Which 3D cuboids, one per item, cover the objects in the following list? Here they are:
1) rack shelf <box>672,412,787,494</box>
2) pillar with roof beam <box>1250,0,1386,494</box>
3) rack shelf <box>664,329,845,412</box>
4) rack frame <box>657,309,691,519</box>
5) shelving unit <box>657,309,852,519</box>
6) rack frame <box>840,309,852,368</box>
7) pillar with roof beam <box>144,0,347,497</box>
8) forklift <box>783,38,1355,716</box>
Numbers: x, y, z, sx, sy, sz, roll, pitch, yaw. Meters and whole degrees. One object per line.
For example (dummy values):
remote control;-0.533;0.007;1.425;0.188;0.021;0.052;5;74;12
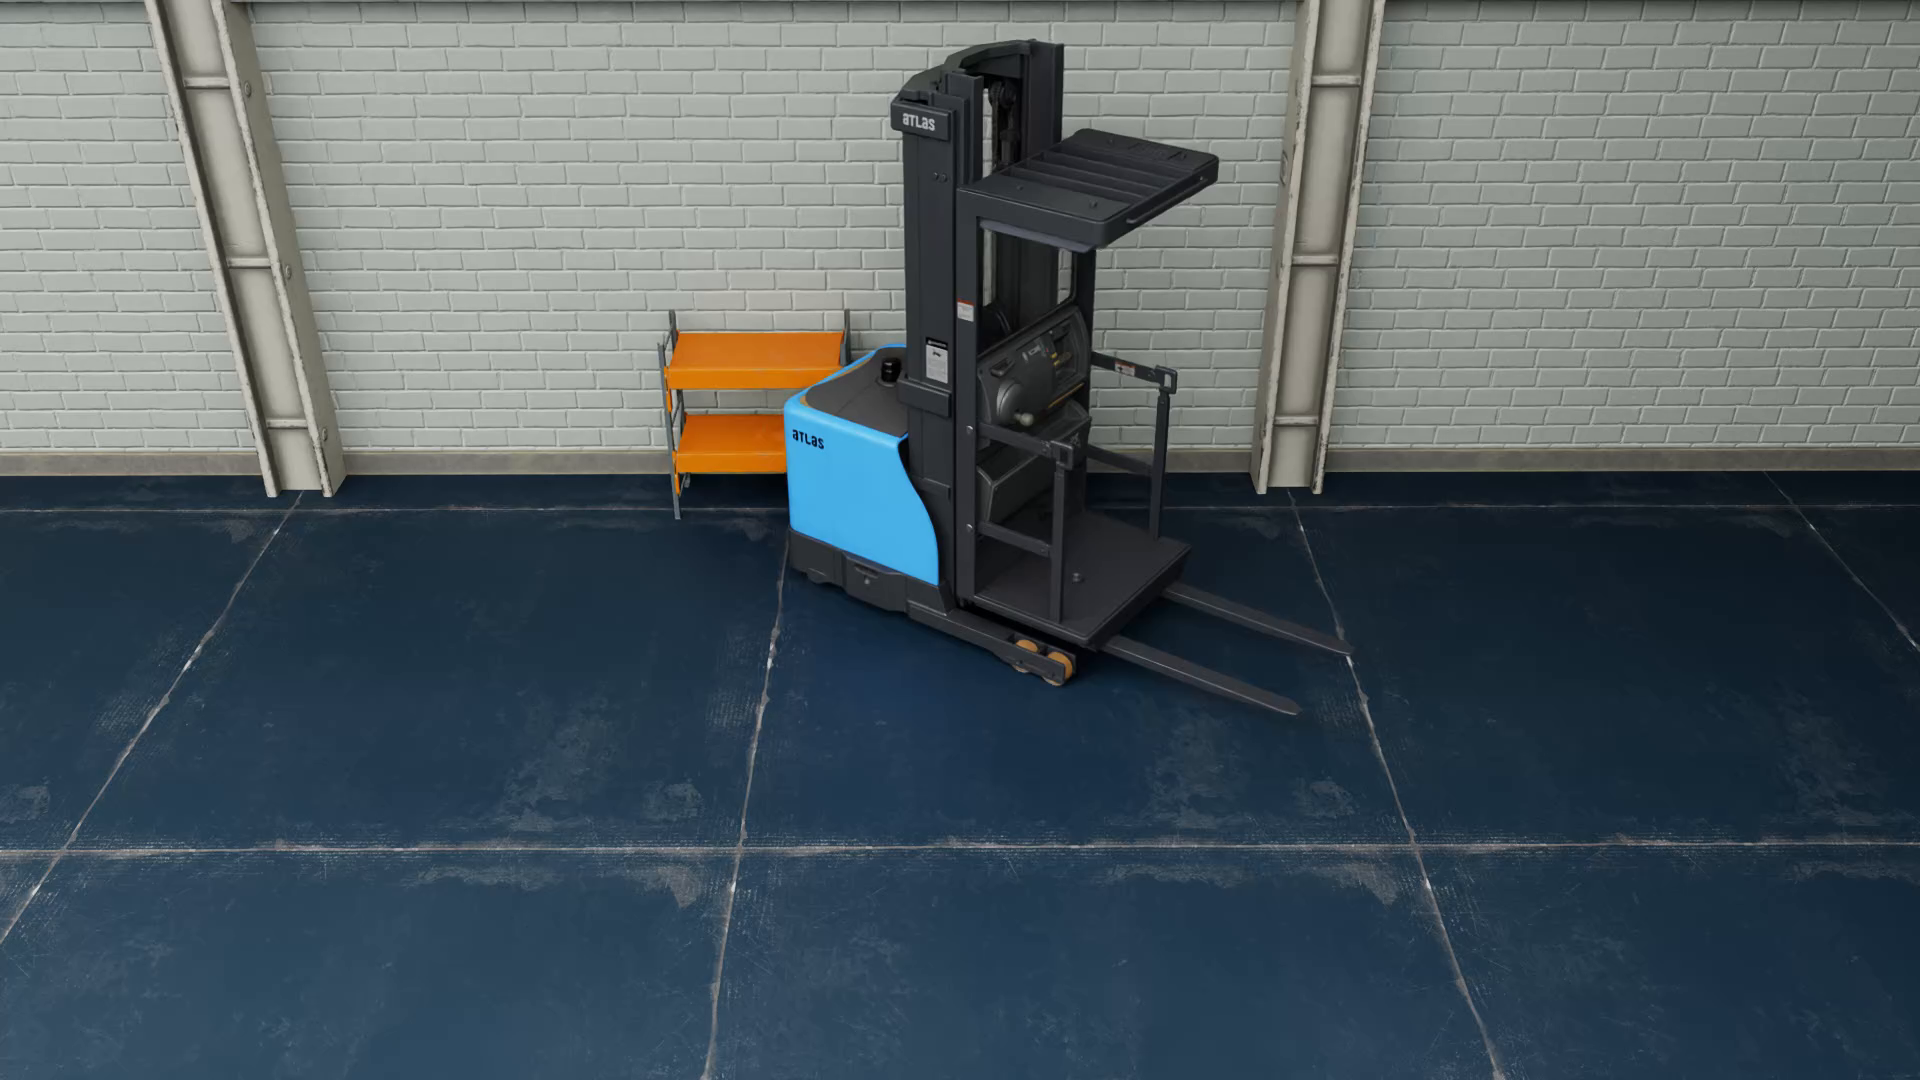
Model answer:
rack shelf;-1.165;-0.526;9.893;1.000;0.278;0.538;0;31;-1
pillar with roof beam;2.027;-1.975;4.219;0.400;9.000;9.100;0;31;0
rack shelf;-1.165;-0.985;9.615;1.000;0.278;0.538;0;31;-1
rack frame;-1.673;-0.732;9.762;0.032;1.125;0.500;0;31;-1
shelving unit;-1.165;-0.735;9.766;1.048;1.125;0.538;0;31;-1
rack frame;-0.656;-0.738;9.771;0.032;1.125;0.500;0;31;-1
pillar with roof beam;-3.973;-1.956;4.188;0.400;9.000;9.100;0;31;0
forklift;0.547;-0.830;8.182;3.031;2.935;1.130;20;37;30
